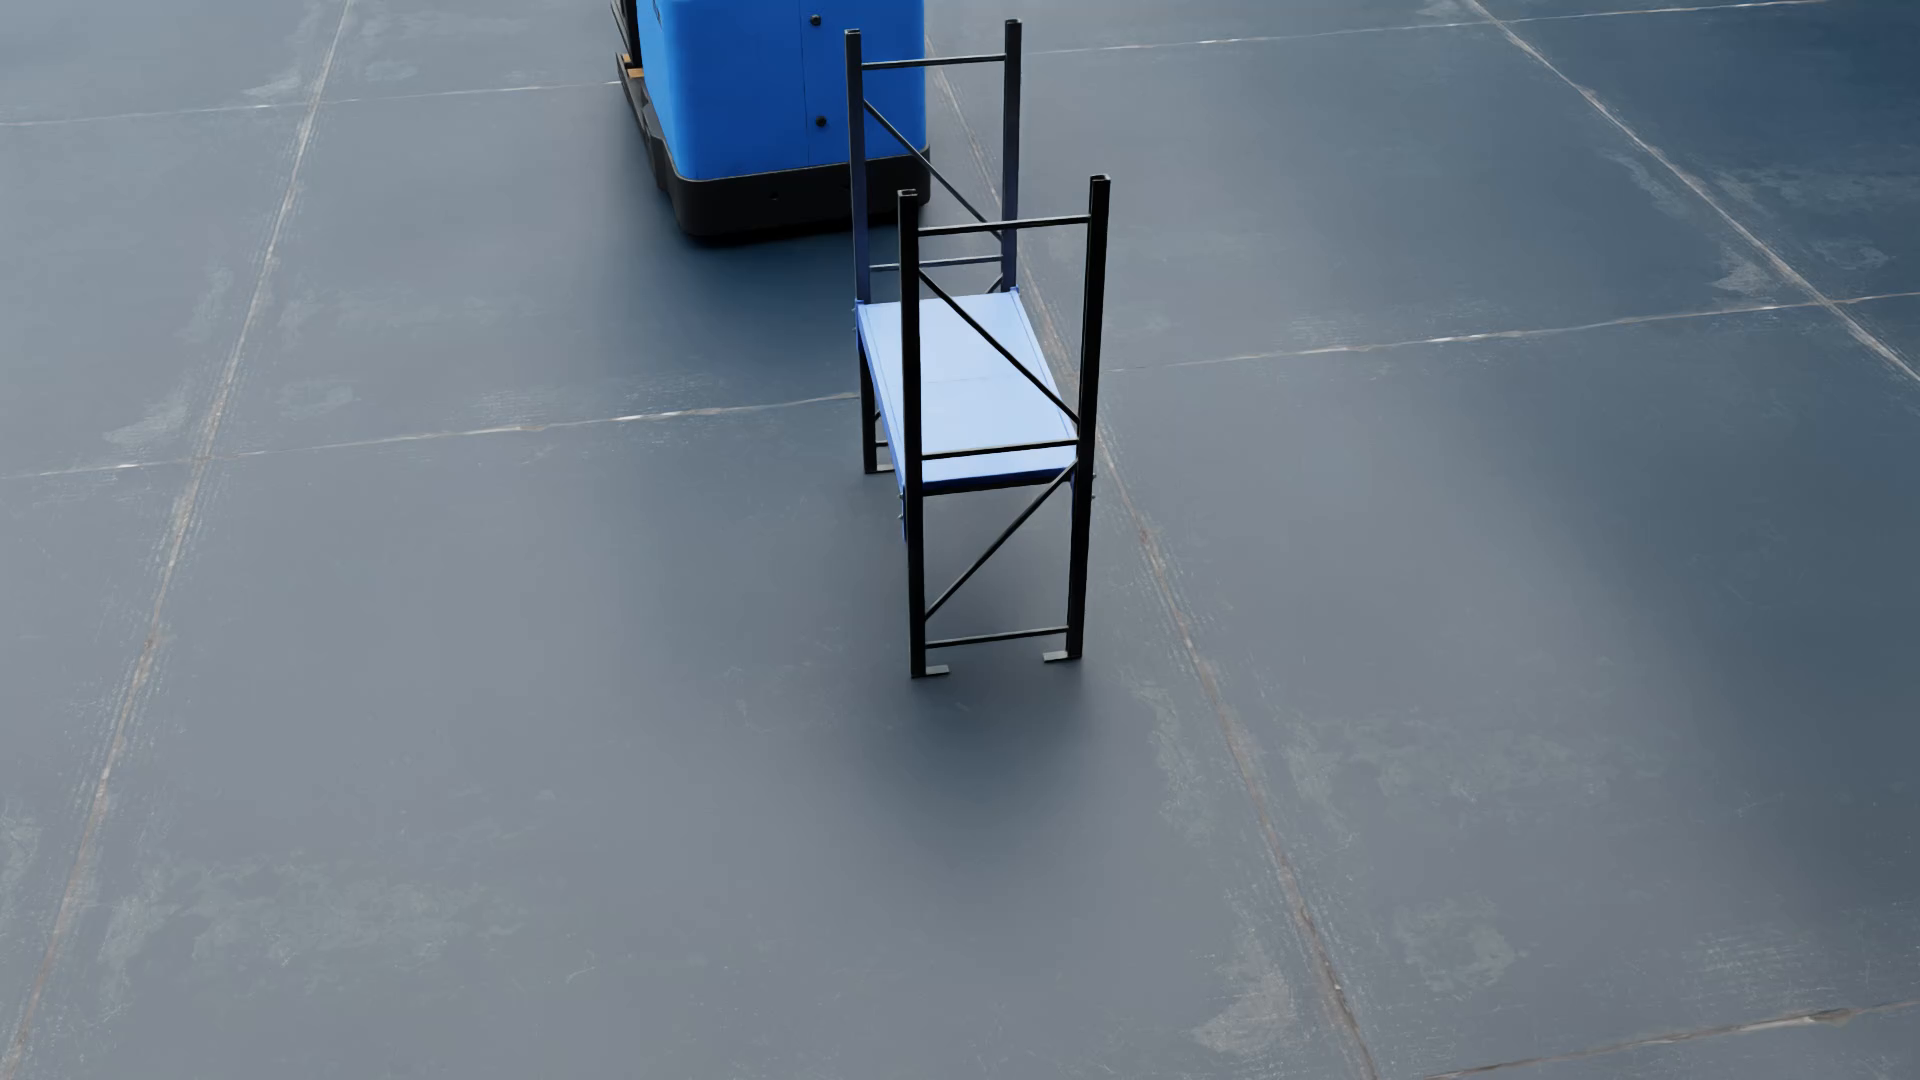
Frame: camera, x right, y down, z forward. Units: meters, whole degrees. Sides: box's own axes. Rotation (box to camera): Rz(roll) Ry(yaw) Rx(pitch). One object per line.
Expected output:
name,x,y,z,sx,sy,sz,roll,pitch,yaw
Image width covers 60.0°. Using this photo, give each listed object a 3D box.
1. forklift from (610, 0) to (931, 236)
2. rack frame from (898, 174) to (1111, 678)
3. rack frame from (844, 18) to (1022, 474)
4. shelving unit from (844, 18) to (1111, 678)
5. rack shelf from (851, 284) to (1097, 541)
forklift,-1.032,-3.293,7.100,1.130,2.935,3.031,-10,39,-13
rack frame,0.104,-0.234,4.328,0.500,1.500,0.032,-6,38,-8
rack frame,-0.074,-0.848,5.119,0.500,1.500,0.032,-6,38,-8
shelving unit,0.015,-0.541,4.724,0.538,1.500,1.048,-6,38,-8
rack shelf,0.015,-0.399,4.834,0.538,0.185,1.000,-6,38,-8
